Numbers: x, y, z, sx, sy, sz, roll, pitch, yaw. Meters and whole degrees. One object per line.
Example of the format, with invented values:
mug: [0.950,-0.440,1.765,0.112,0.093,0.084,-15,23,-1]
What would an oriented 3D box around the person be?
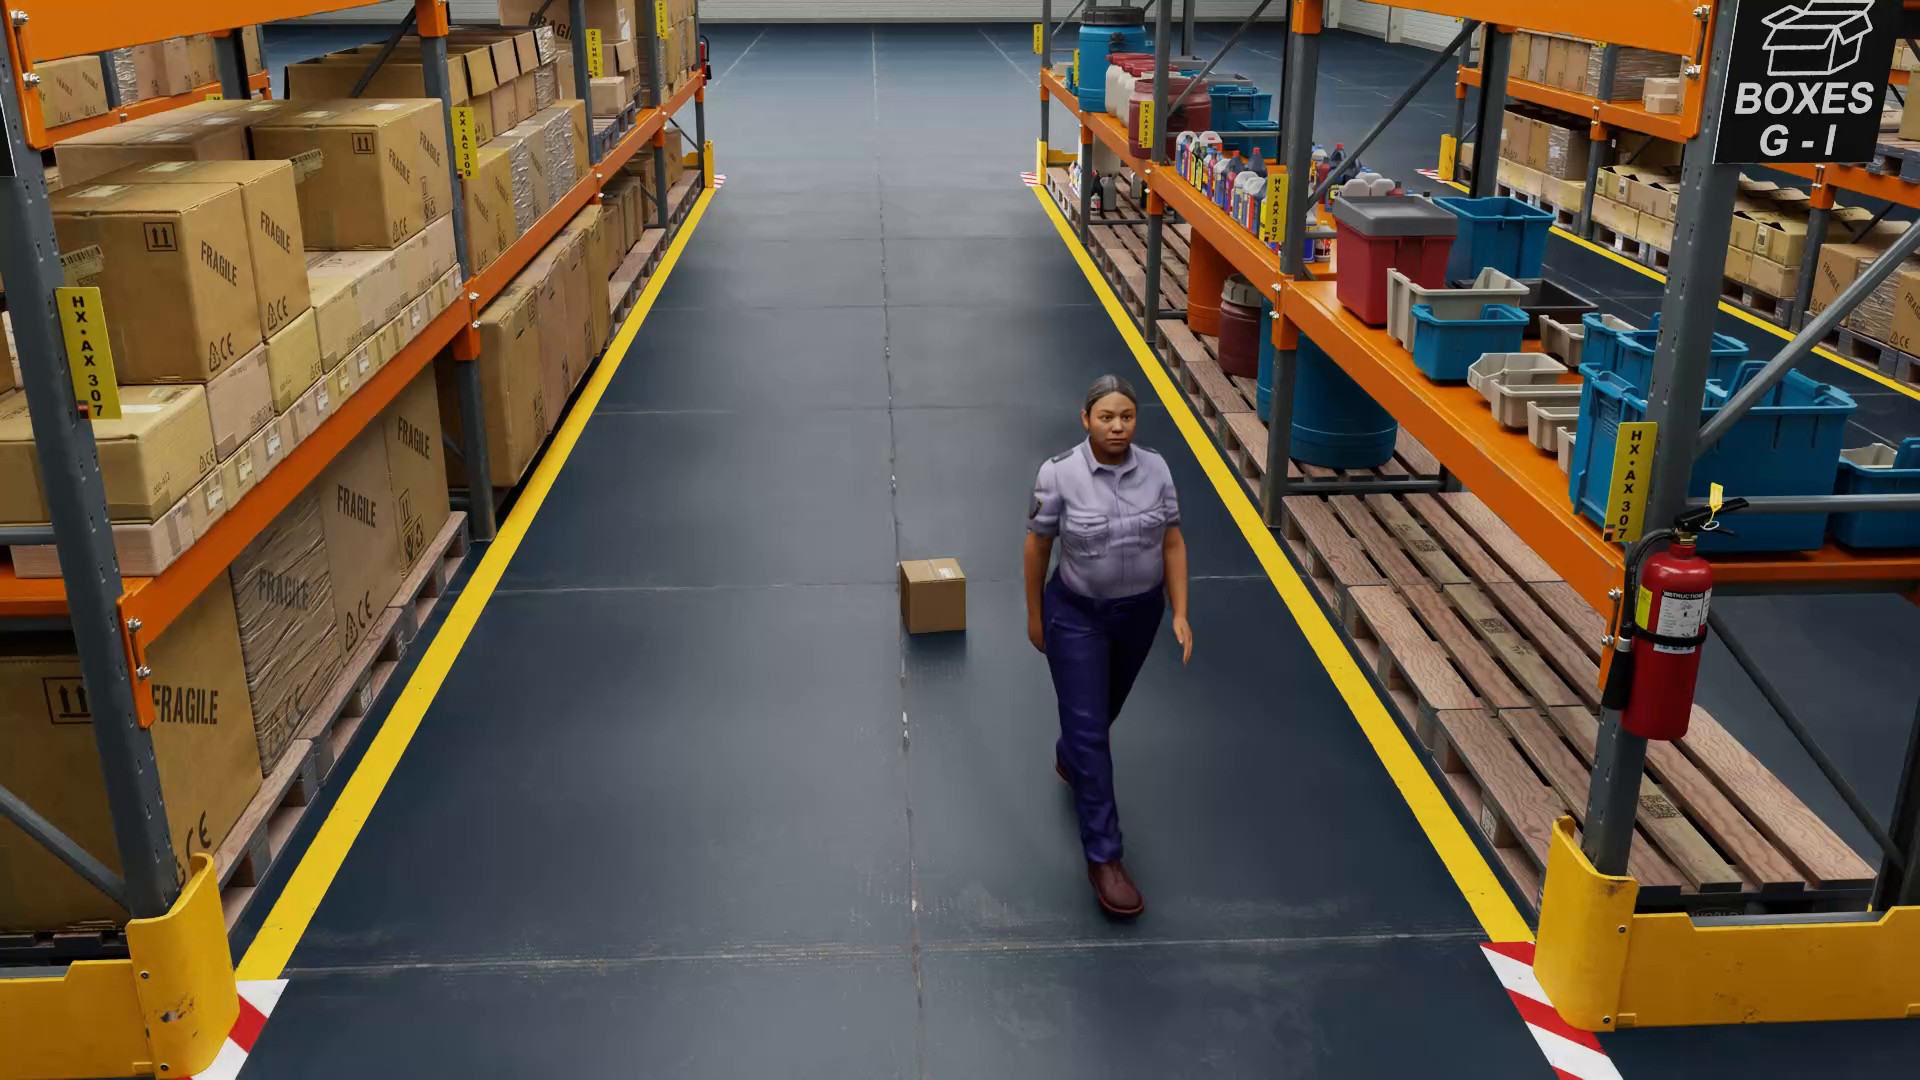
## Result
person: [0.498,0.264,5.352,0.495,1.595,0.973,-7,22,-18]
